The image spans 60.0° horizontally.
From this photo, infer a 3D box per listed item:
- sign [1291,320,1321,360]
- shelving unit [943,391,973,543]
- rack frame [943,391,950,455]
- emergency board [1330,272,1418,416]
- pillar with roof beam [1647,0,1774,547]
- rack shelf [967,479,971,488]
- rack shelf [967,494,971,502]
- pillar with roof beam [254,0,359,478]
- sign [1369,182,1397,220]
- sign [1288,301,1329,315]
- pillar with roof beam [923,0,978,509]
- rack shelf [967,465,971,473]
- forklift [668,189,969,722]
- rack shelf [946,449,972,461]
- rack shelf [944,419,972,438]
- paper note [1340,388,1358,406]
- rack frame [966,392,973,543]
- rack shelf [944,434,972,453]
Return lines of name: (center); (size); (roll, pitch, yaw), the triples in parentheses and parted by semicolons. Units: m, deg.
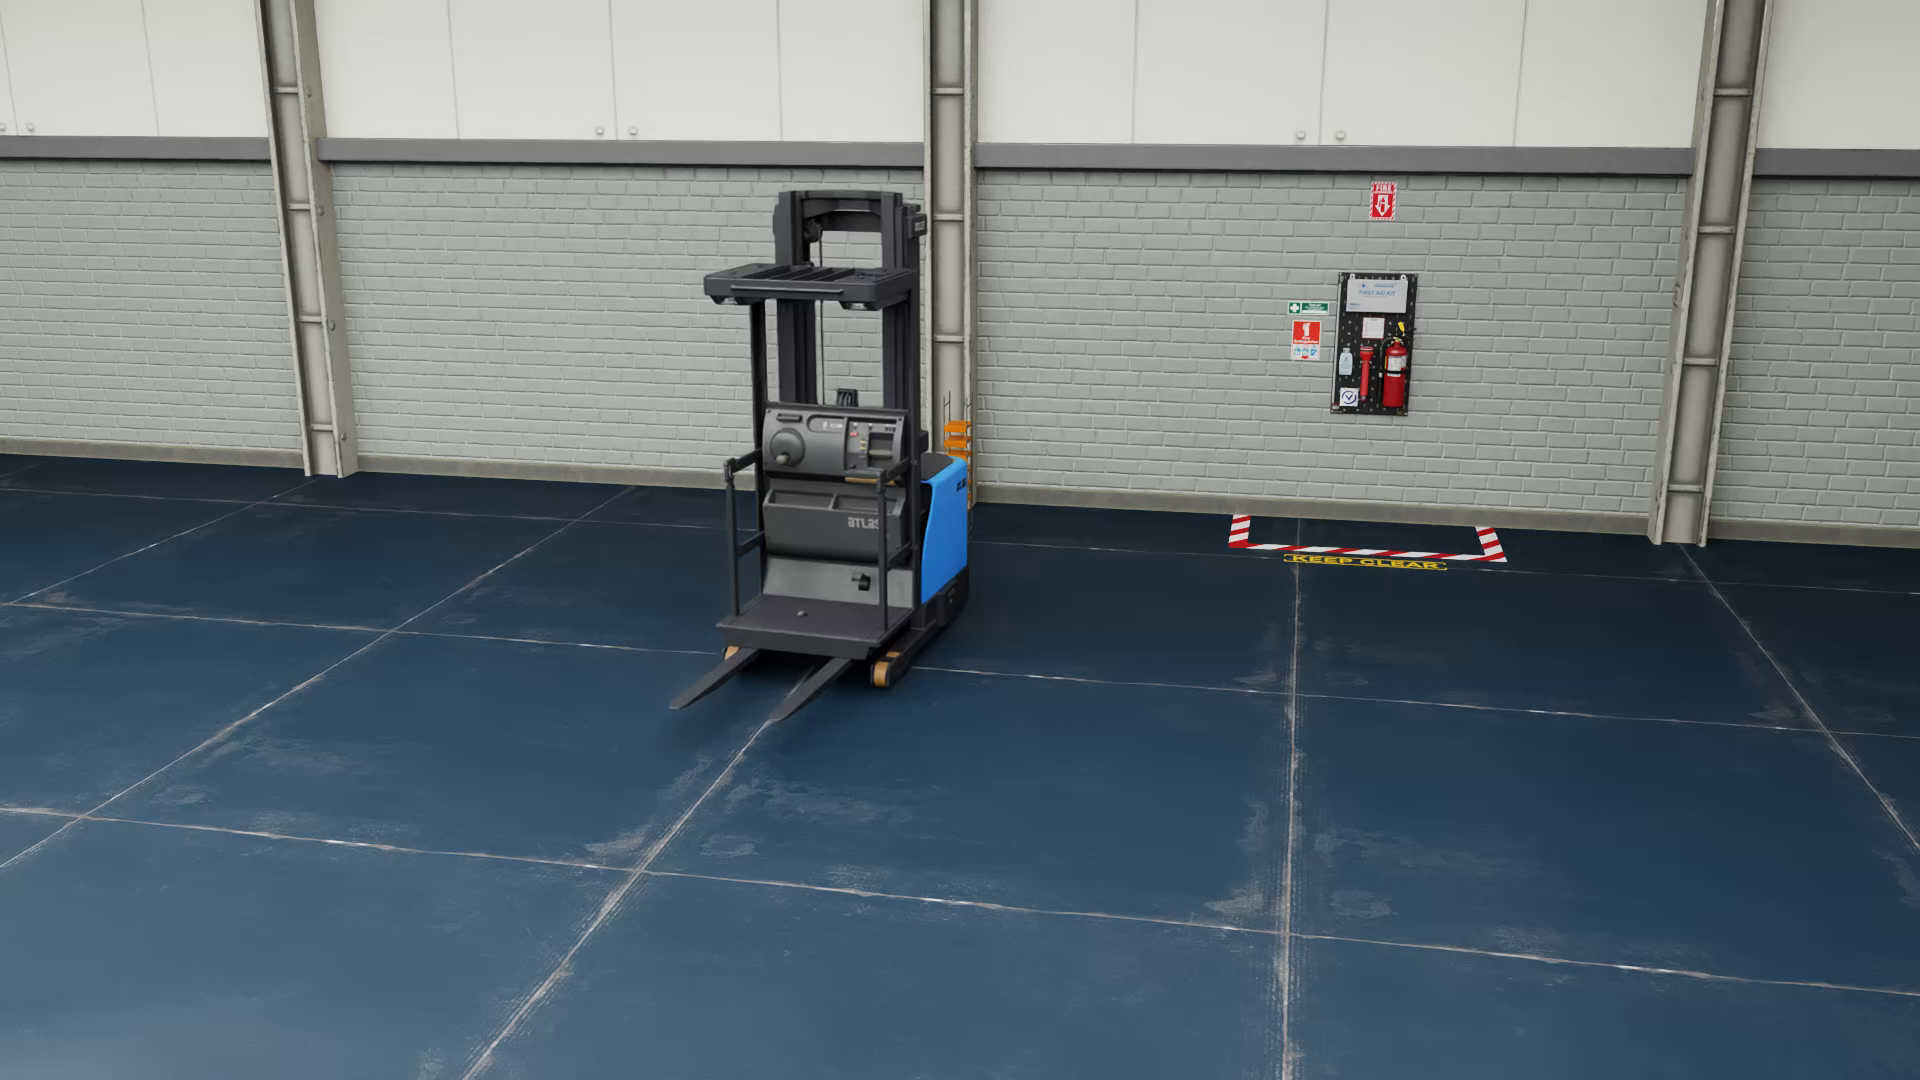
sign: (2.869, -1.658, 13.790); (0.234, 0.329, 0.001); (3, 16, 11)
shelving unit: (-0.014, -0.579, 13.335); (0.189, 1.200, 0.258); (3, 16, 11)
rack frame: (-0.104, -0.584, 13.352); (0.006, 1.200, 0.240); (3, 16, 11)
emergency board: (3.391, -1.584, 13.592); (0.643, 1.169, 0.194); (3, 16, 11)
pillar with roof beam: (4.947, -3.208, 8.214); (0.400, 9.000, 9.100); (3, 16, 11)
rack shelf: (-0.014, -0.421, 13.379); (0.180, 0.103, 0.258); (3, 16, 11)
rack shelf: (-0.014, -0.305, 13.411); (0.180, 0.103, 0.258); (3, 16, 11)
pillar with roof beam: (-6.813, -3.846, 10.519); (0.400, 9.000, 9.100); (3, 16, 11)
sign: (3.403, -2.728, 13.378); (0.199, 0.298, 0.001); (3, 16, 11)
sign: (2.872, -1.910, 13.710); (0.331, 0.109, 0.001); (3, 16, 11)
pillar with roof beam: (-0.933, -3.527, 9.367); (0.400, 9.000, 9.100); (3, 16, 11)
rack shelf: (-0.014, -0.536, 13.346); (0.180, 0.103, 0.258); (3, 16, 11)
forklift: (-0.860, -0.621, 10.244); (1.130, 2.935, 3.031); (5, 16, 17)
rack shelf: (-0.014, -0.652, 13.314); (0.180, 0.103, 0.258); (3, 16, 11)
rack shelf: (-0.014, -0.883, 13.250); (0.180, 0.103, 0.258); (3, 16, 11)
paper note: (3.231, -1.187, 13.808); (0.142, 0.148, 0.016); (3, 16, 11)
rack frame: (0.075, -0.574, 13.317); (0.006, 1.200, 0.240); (3, 16, 11)
rack shelf: (-0.014, -0.767, 13.282); (0.180, 0.103, 0.258); (3, 16, 11)
